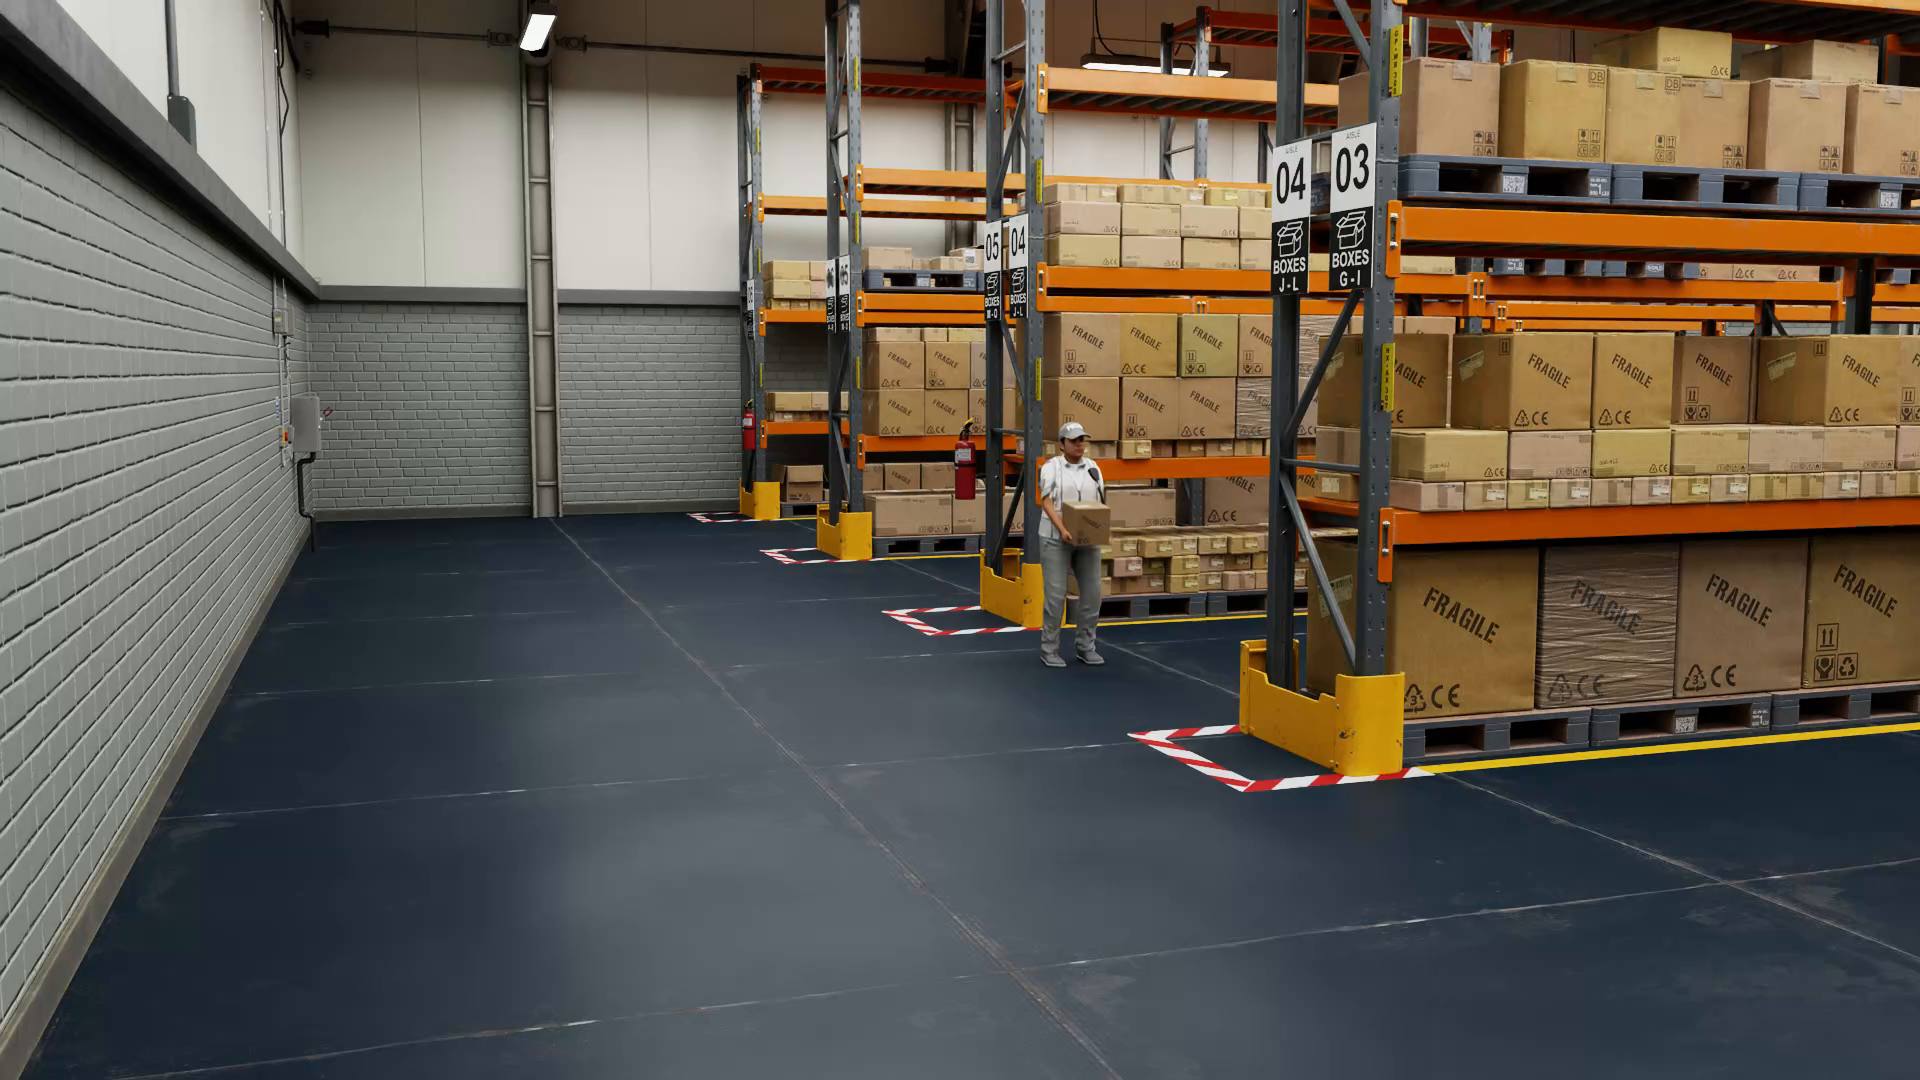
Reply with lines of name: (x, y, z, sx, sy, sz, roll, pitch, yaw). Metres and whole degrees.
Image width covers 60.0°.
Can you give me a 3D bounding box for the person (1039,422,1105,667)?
person: (0.787, 0.031, 11.307, 0.455, 1.657, 0.541, -2, 6, -18)
